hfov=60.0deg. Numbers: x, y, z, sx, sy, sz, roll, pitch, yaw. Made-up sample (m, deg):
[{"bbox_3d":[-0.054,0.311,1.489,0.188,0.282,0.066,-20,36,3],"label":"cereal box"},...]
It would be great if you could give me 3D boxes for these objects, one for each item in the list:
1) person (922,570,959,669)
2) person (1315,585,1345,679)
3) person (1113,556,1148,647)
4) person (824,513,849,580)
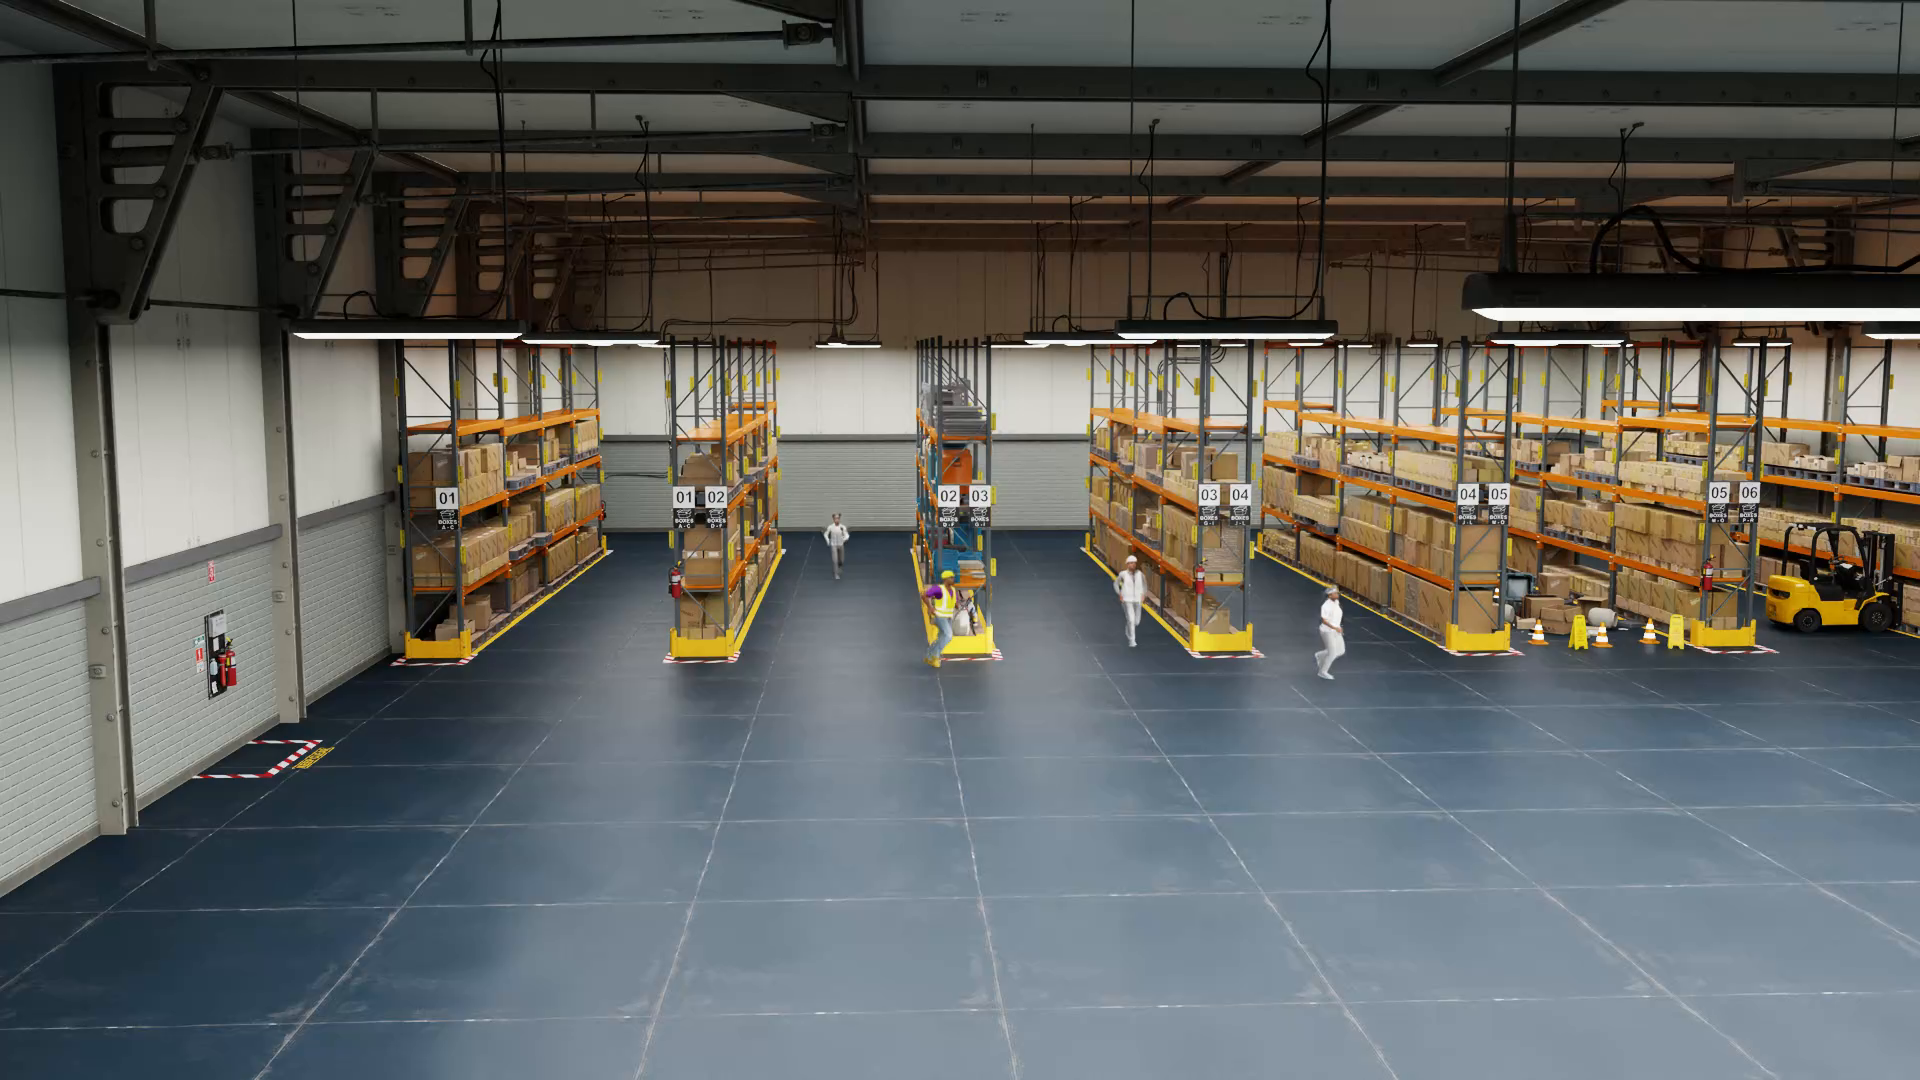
[{"bbox_3d":[-0.306,1.428,30.324,0.656,1.753,0.713,4,8,32],"label":"person"},{"bbox_3d":[6.527,1.604,29.168,0.586,1.667,0.599,6,9,41],"label":"person"},{"bbox_3d":[3.332,1.169,32.549,0.677,1.751,0.767,-1,7,-12],"label":"person"},{"bbox_3d":[-3.102,0.146,41.840,0.625,1.660,0.767,-1,7,-11],"label":"person"}]
